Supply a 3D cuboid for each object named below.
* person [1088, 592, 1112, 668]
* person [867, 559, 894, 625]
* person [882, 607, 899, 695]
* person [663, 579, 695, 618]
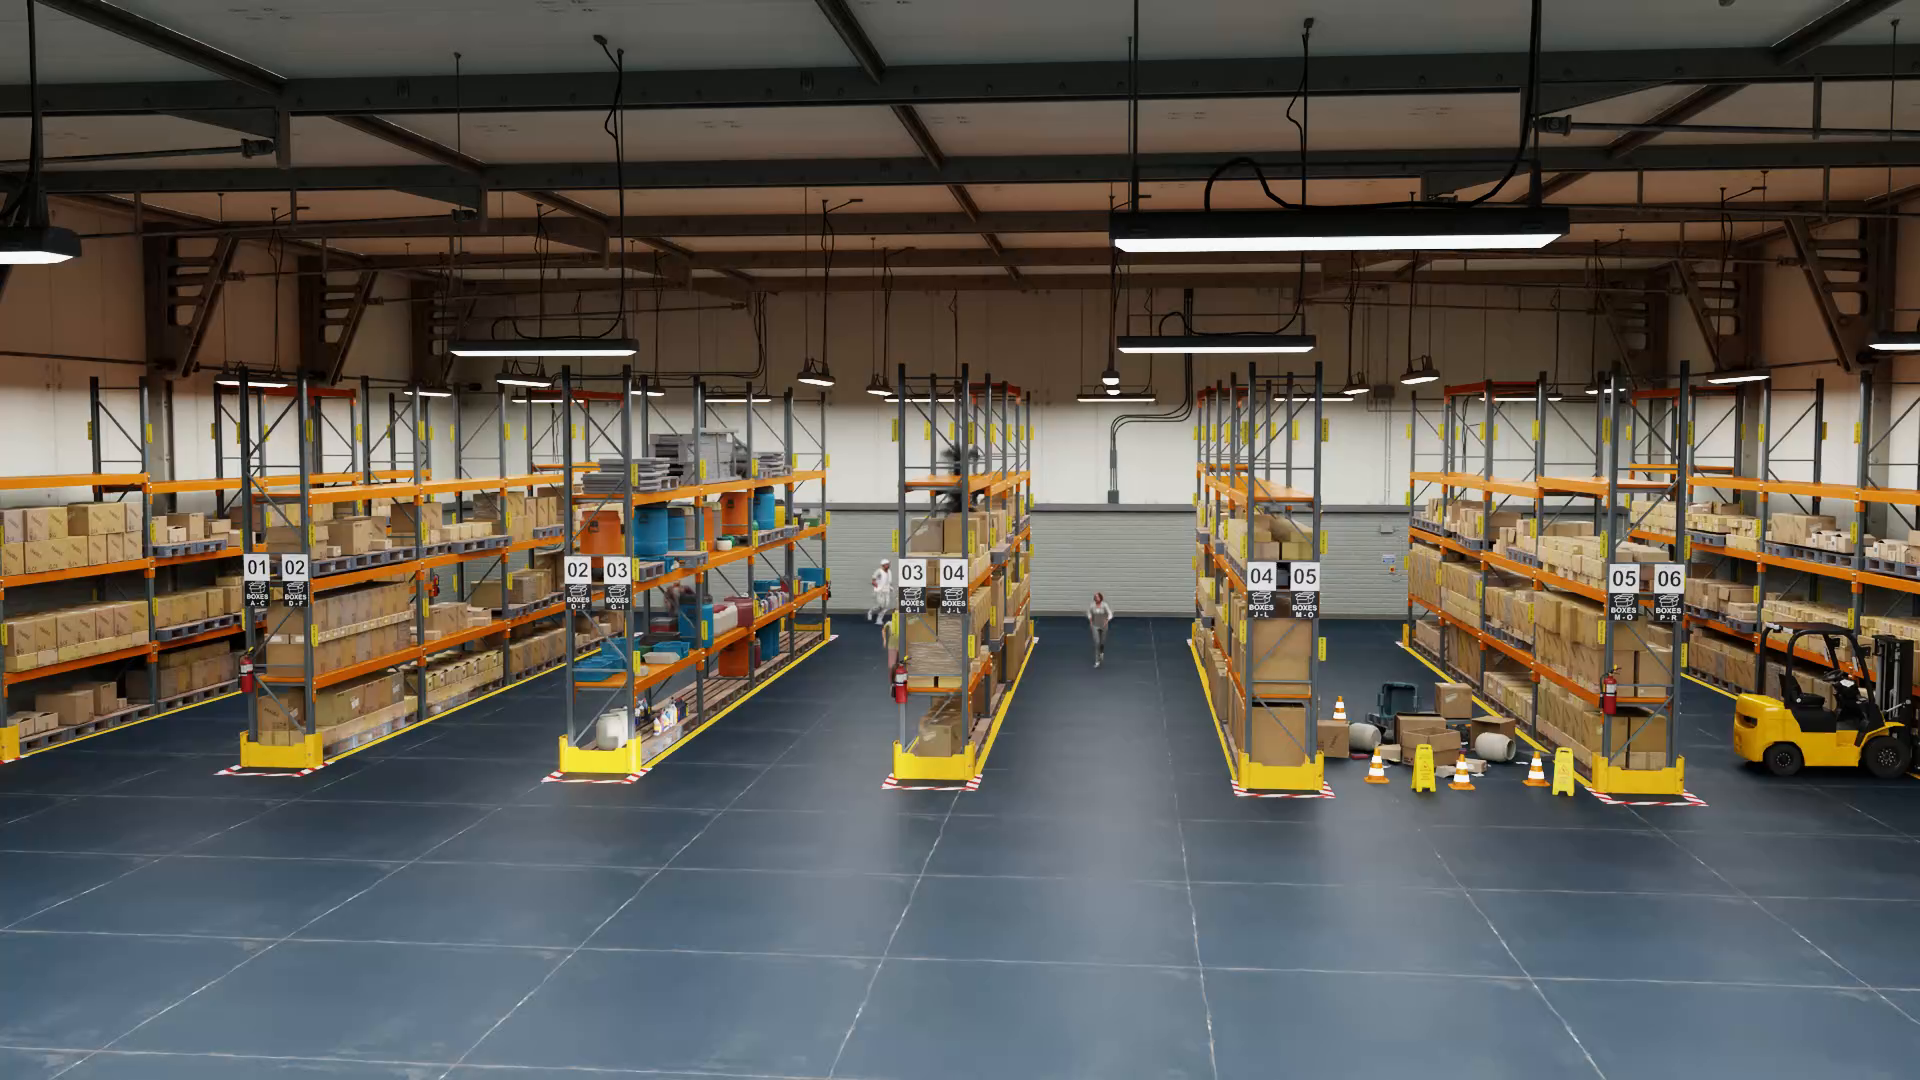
[{"bbox_3d":[3.013,1.915,35.806,0.537,1.606,0.733,1,4,8],"label":"person"},{"bbox_3d":[-2.079,1.351,43.739,0.598,1.714,0.712,2,4,33],"label":"person"},{"bbox_3d":[-1.209,2.125,31.831,0.559,1.687,0.687,0,4,-2],"label":"person"},{"bbox_3d":[-6.465,1.676,38.073,0.659,1.773,0.849,1,4,12],"label":"person"}]
